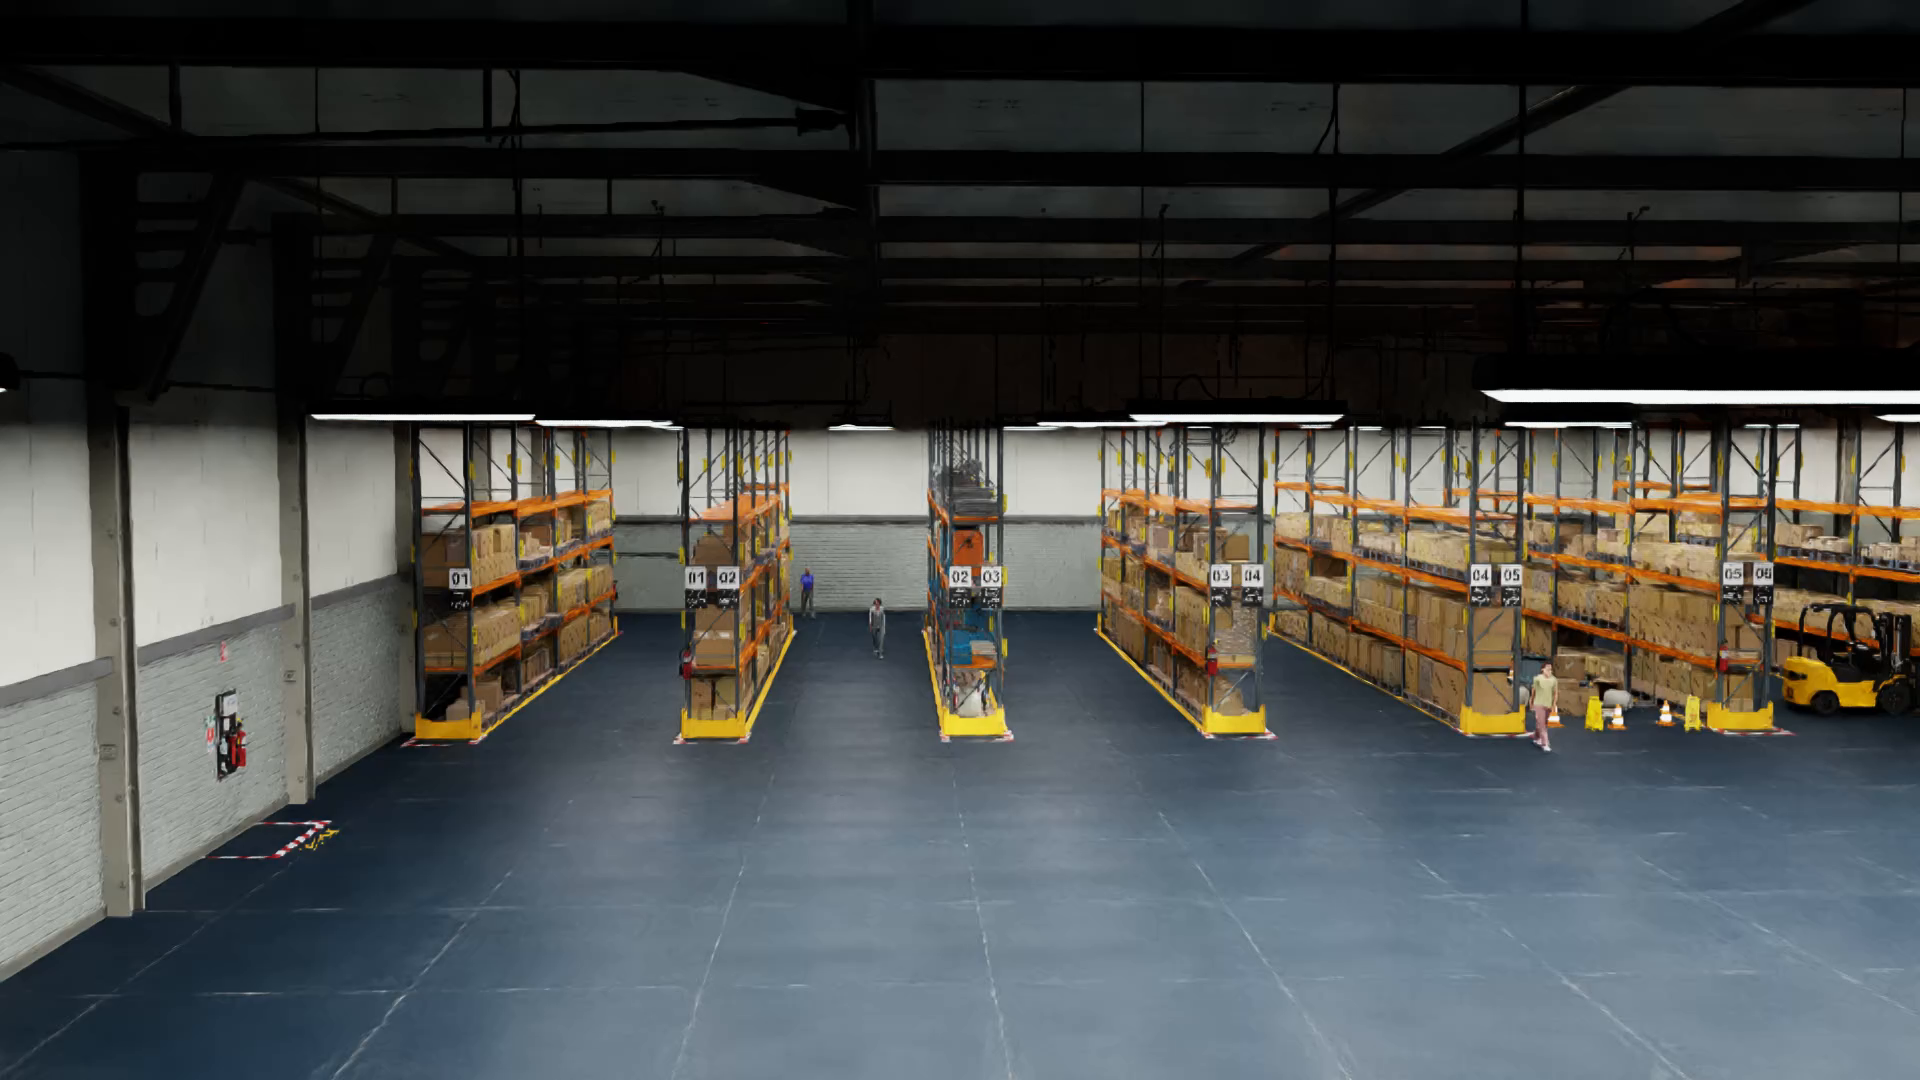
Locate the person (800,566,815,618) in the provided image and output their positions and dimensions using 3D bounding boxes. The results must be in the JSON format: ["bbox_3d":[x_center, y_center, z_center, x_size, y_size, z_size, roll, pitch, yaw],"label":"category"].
[{"bbox_3d":[-4.694,1.581,51.106,0.443,1.587,0.996,-1,4,-10],"label":"person"}]

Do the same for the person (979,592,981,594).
[{"bbox_3d":[0.613,1.895,46.043,0.483,1.615,0.993,-1,4,-11],"label":"person"}]

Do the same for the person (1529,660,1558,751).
[{"bbox_3d":[10.539,2.955,29.912,0.447,1.587,1.096,0,4,-4],"label":"person"}]

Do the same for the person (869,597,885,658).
[{"bbox_3d":[-2.101,2.204,42.169,0.417,1.509,1.037,0,4,0],"label":"person"}]
